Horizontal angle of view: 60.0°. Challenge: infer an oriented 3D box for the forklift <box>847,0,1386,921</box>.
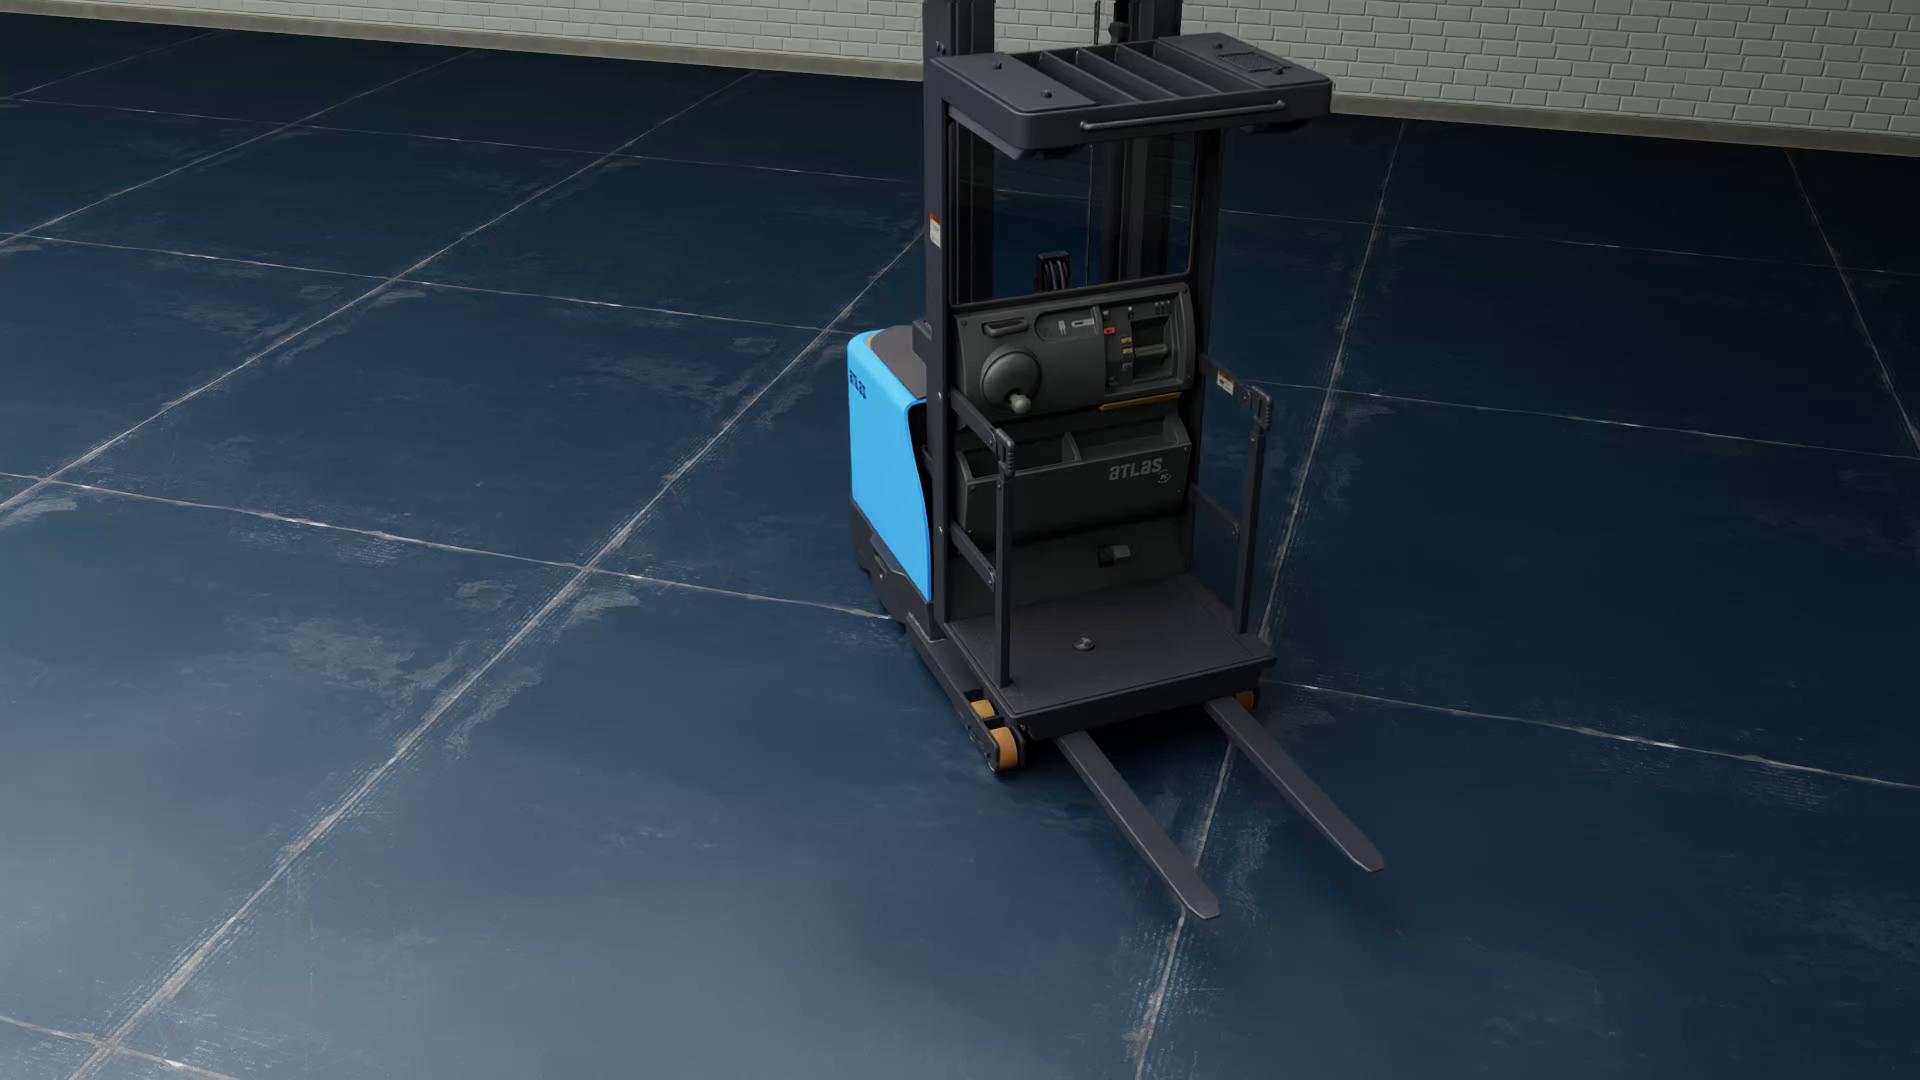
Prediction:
[{"bbox_3d":[0.513,-0.649,5.902,1.130,2.935,3.031,-11,31,-19],"label":"forklift"}]
